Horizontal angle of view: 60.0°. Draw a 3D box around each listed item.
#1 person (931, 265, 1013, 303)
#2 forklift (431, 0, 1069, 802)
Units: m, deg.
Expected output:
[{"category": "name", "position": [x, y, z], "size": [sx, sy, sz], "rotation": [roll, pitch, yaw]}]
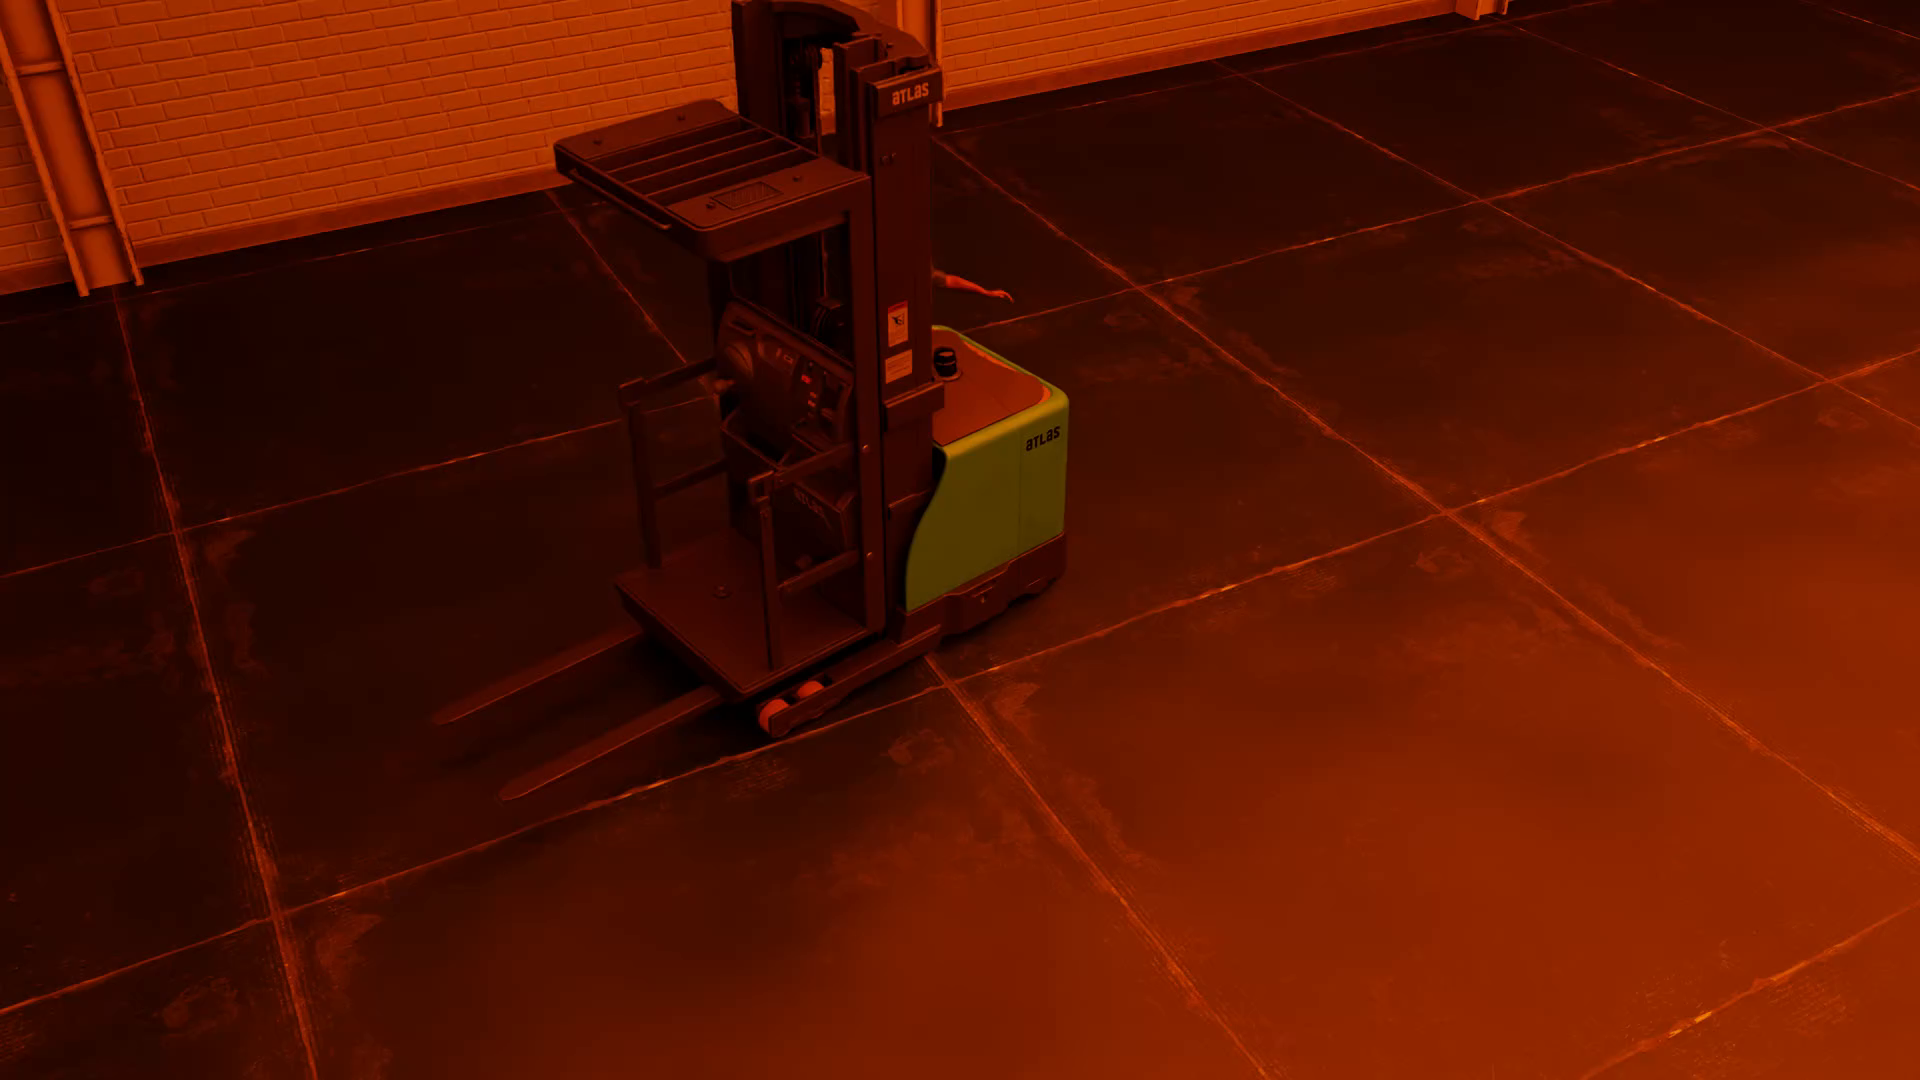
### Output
[{"category": "person", "position": [-0.102, -0.939, 8.757], "size": [0.798, 1.412, 0.886], "rotation": [11, 37, 15]}, {"category": "forklift", "position": [-0.921, -0.662, 7.060], "size": [3.031, 2.935, 1.130], "rotation": [-26, 43, -32]}]
